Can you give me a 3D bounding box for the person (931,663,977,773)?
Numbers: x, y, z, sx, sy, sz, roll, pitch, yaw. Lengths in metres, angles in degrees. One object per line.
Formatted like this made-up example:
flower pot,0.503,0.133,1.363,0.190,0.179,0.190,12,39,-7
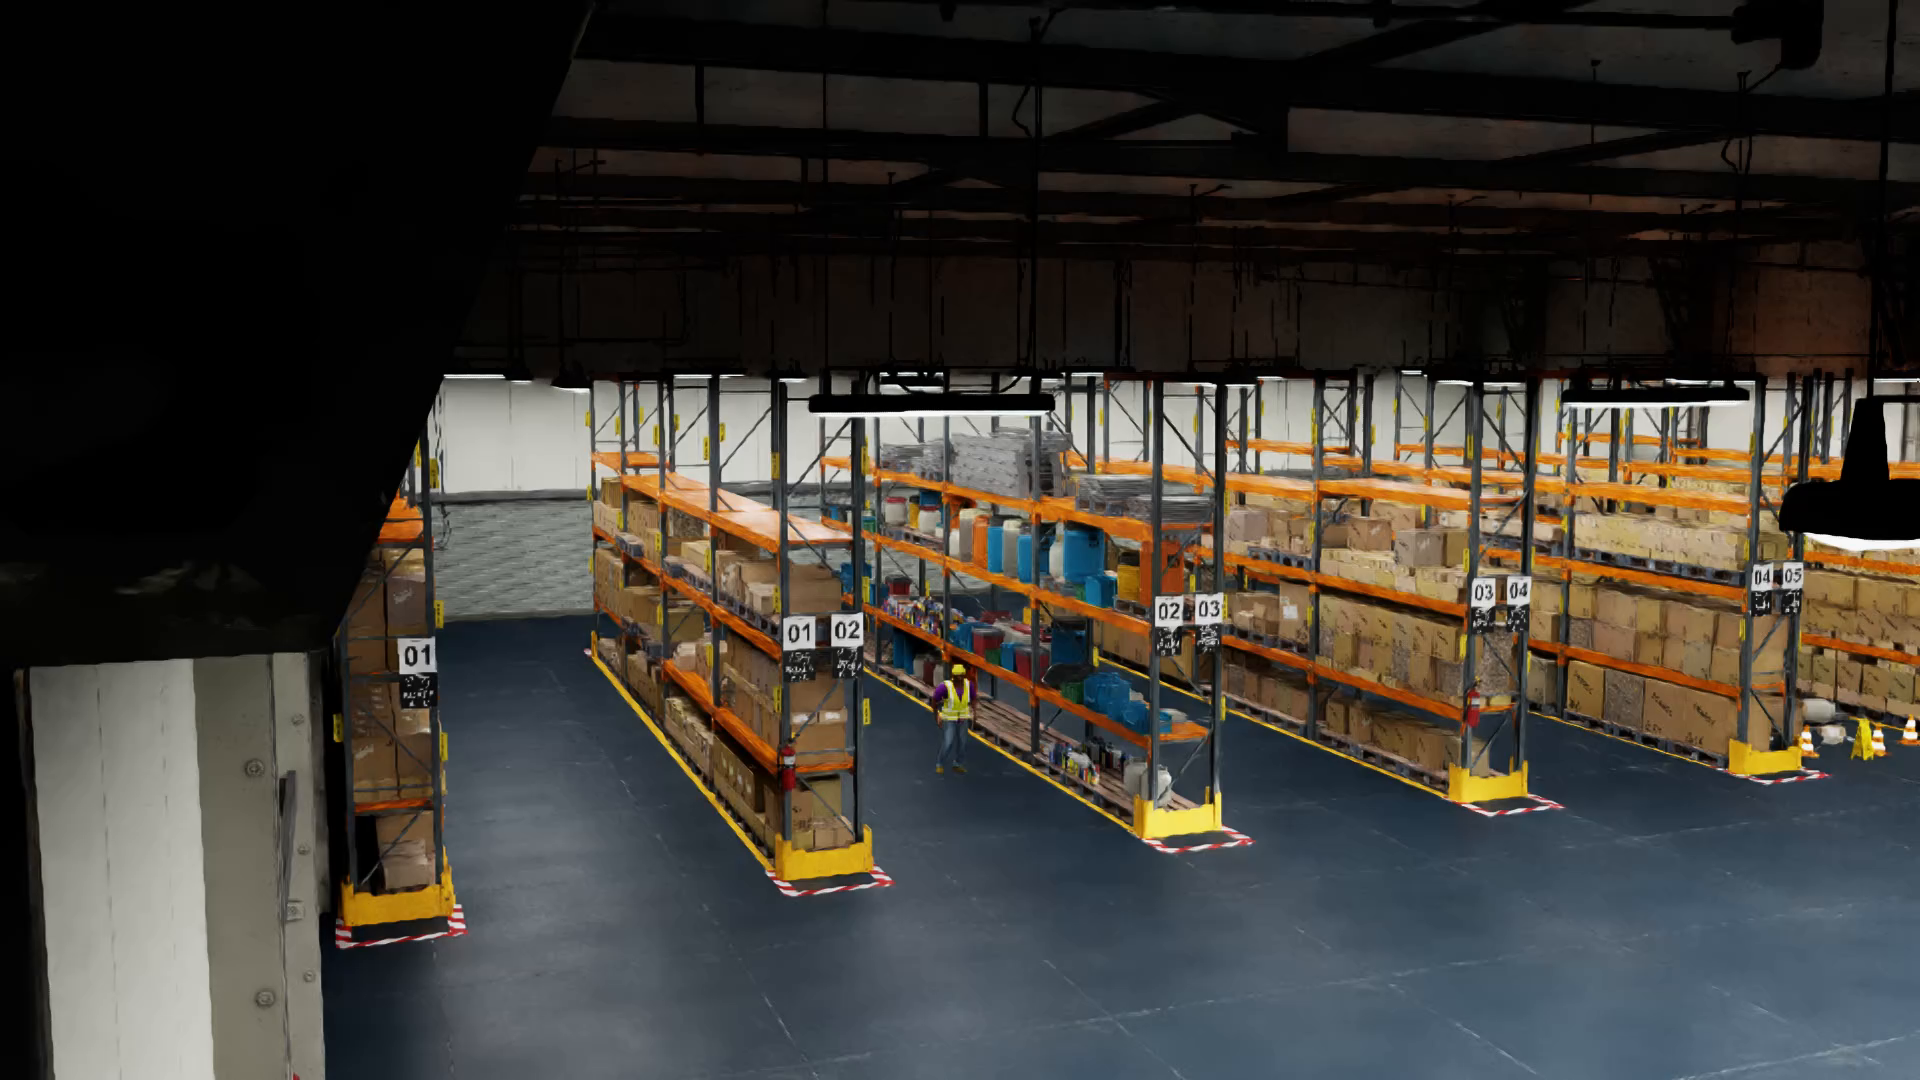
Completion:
person,-0.074,2.691,25.091,0.719,1.714,0.577,-3,7,-22
